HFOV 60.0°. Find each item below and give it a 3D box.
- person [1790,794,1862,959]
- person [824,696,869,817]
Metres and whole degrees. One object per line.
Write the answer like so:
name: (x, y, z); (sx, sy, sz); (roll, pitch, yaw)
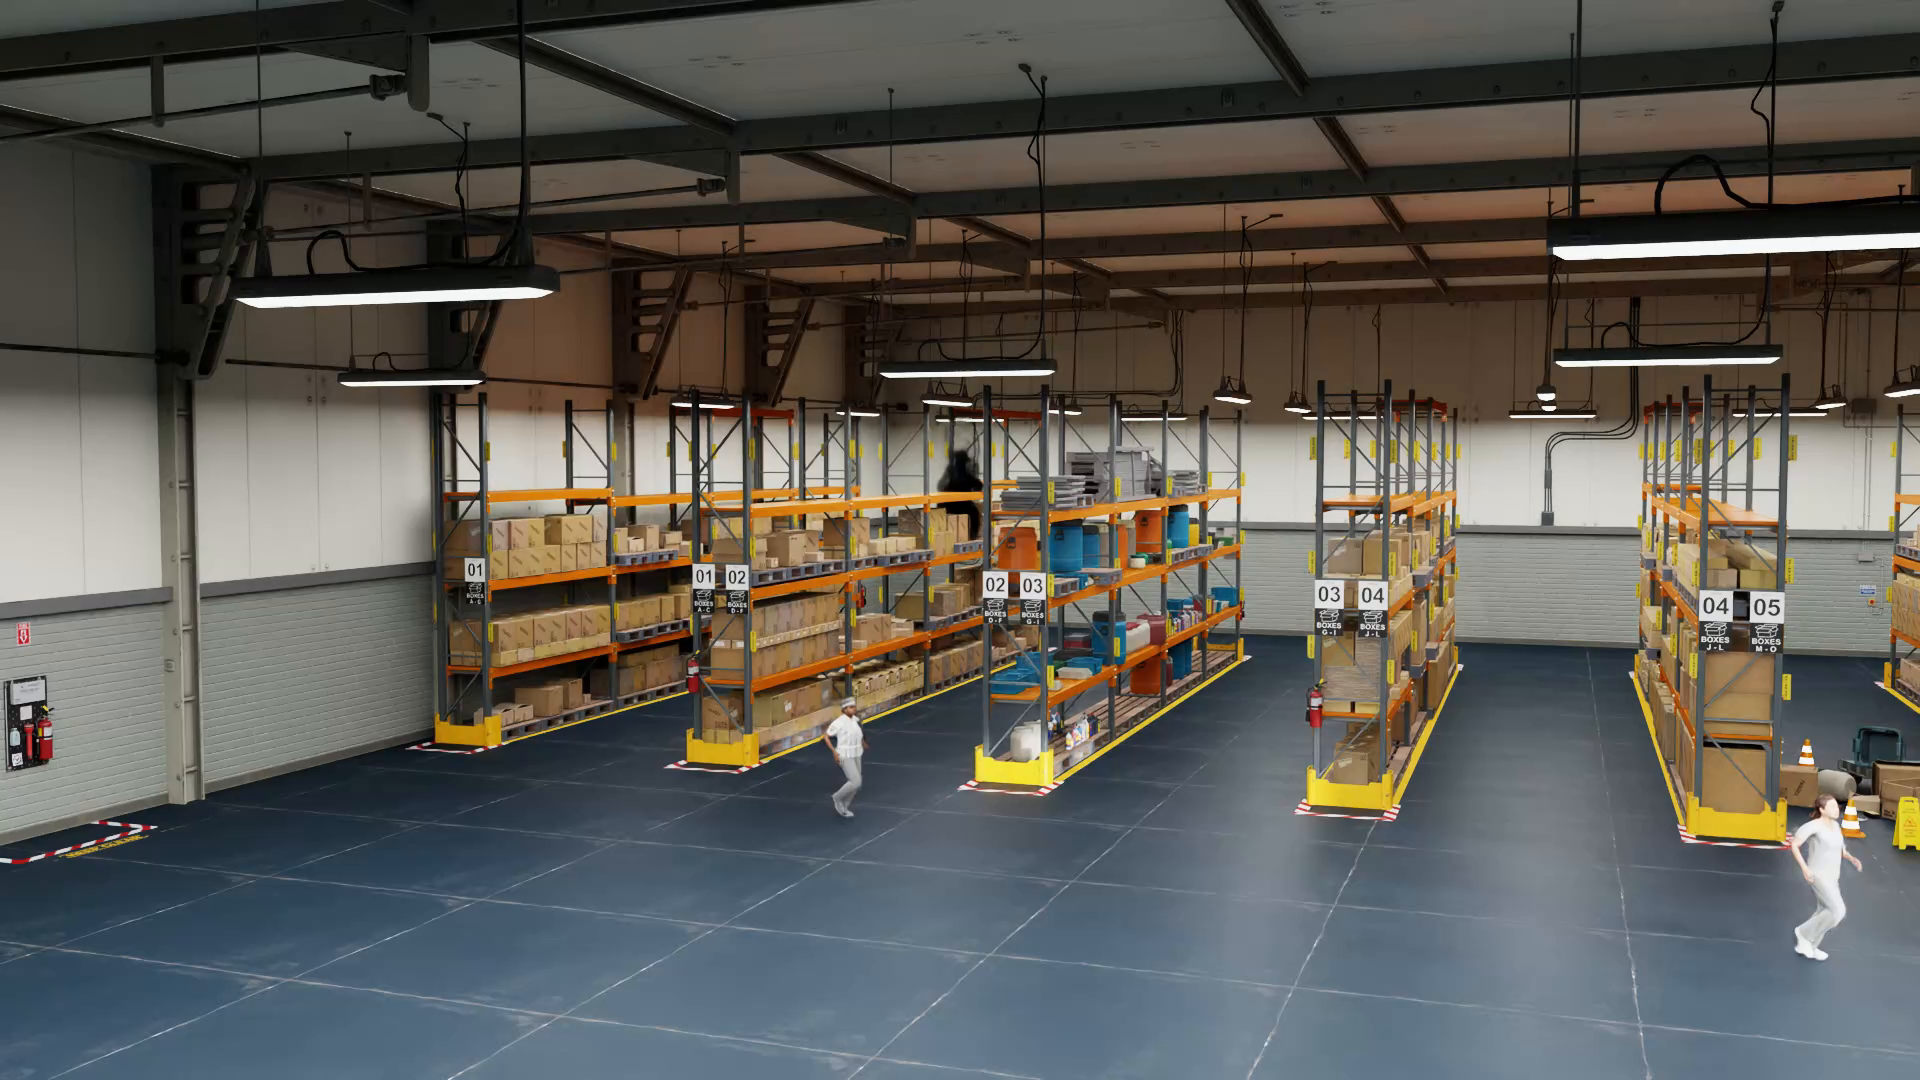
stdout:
person: (8.505, 3.308, 16.305); (0.573, 1.637, 0.568); (-2, 4, -33)
person: (-1.477, 2.959, 22.650); (0.576, 1.659, 0.560); (2, 4, 38)
